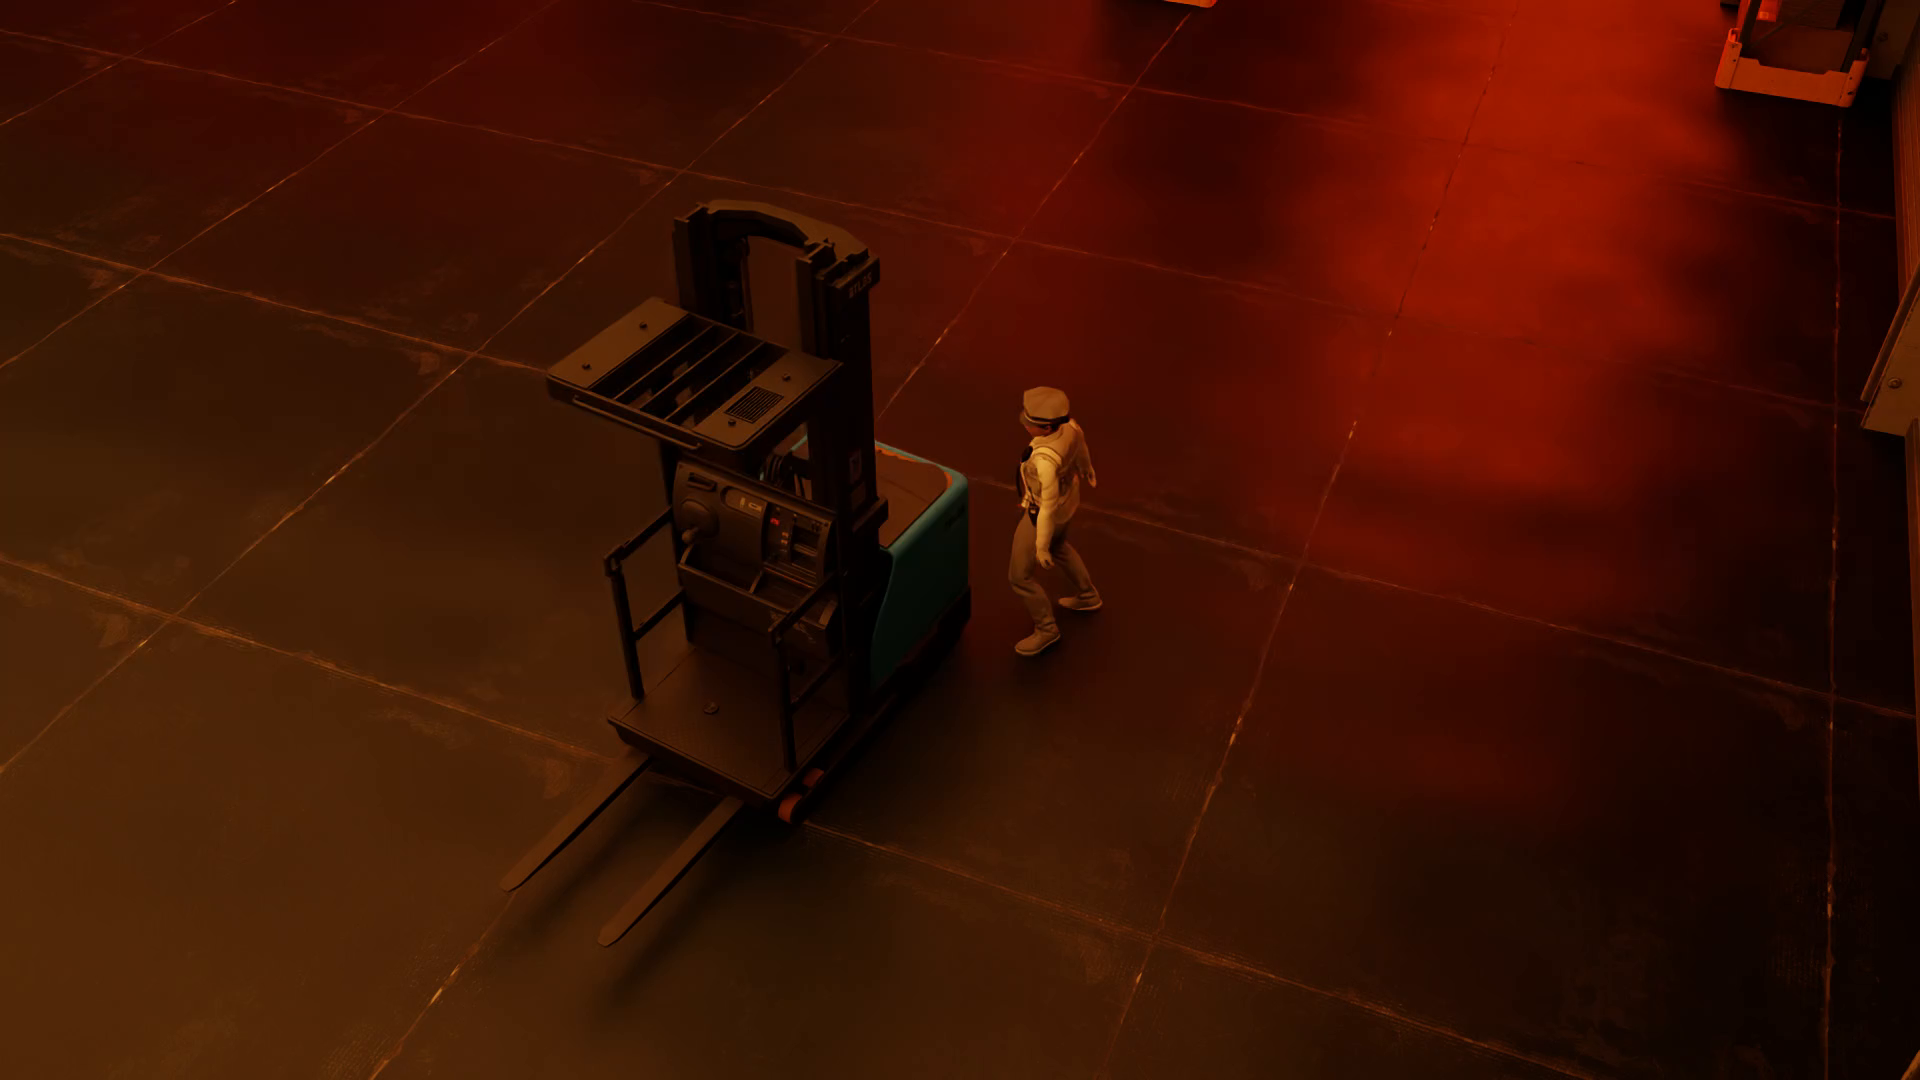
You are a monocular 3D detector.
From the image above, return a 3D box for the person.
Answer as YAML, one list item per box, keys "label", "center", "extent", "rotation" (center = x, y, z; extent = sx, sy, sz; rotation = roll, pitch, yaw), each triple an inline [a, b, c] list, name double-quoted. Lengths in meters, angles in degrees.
- label: "person"
  center: [0.573, -0.153, 9.273]
  extent: [0.454, 1.636, 0.814]
  rotation: [16, 42, 18]

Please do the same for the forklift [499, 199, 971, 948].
- label: "forklift"
  center: [-1.135, -0.009, 8.017]
  extent: [1.130, 2.935, 3.031]
  rotation: [21, 44, 24]
